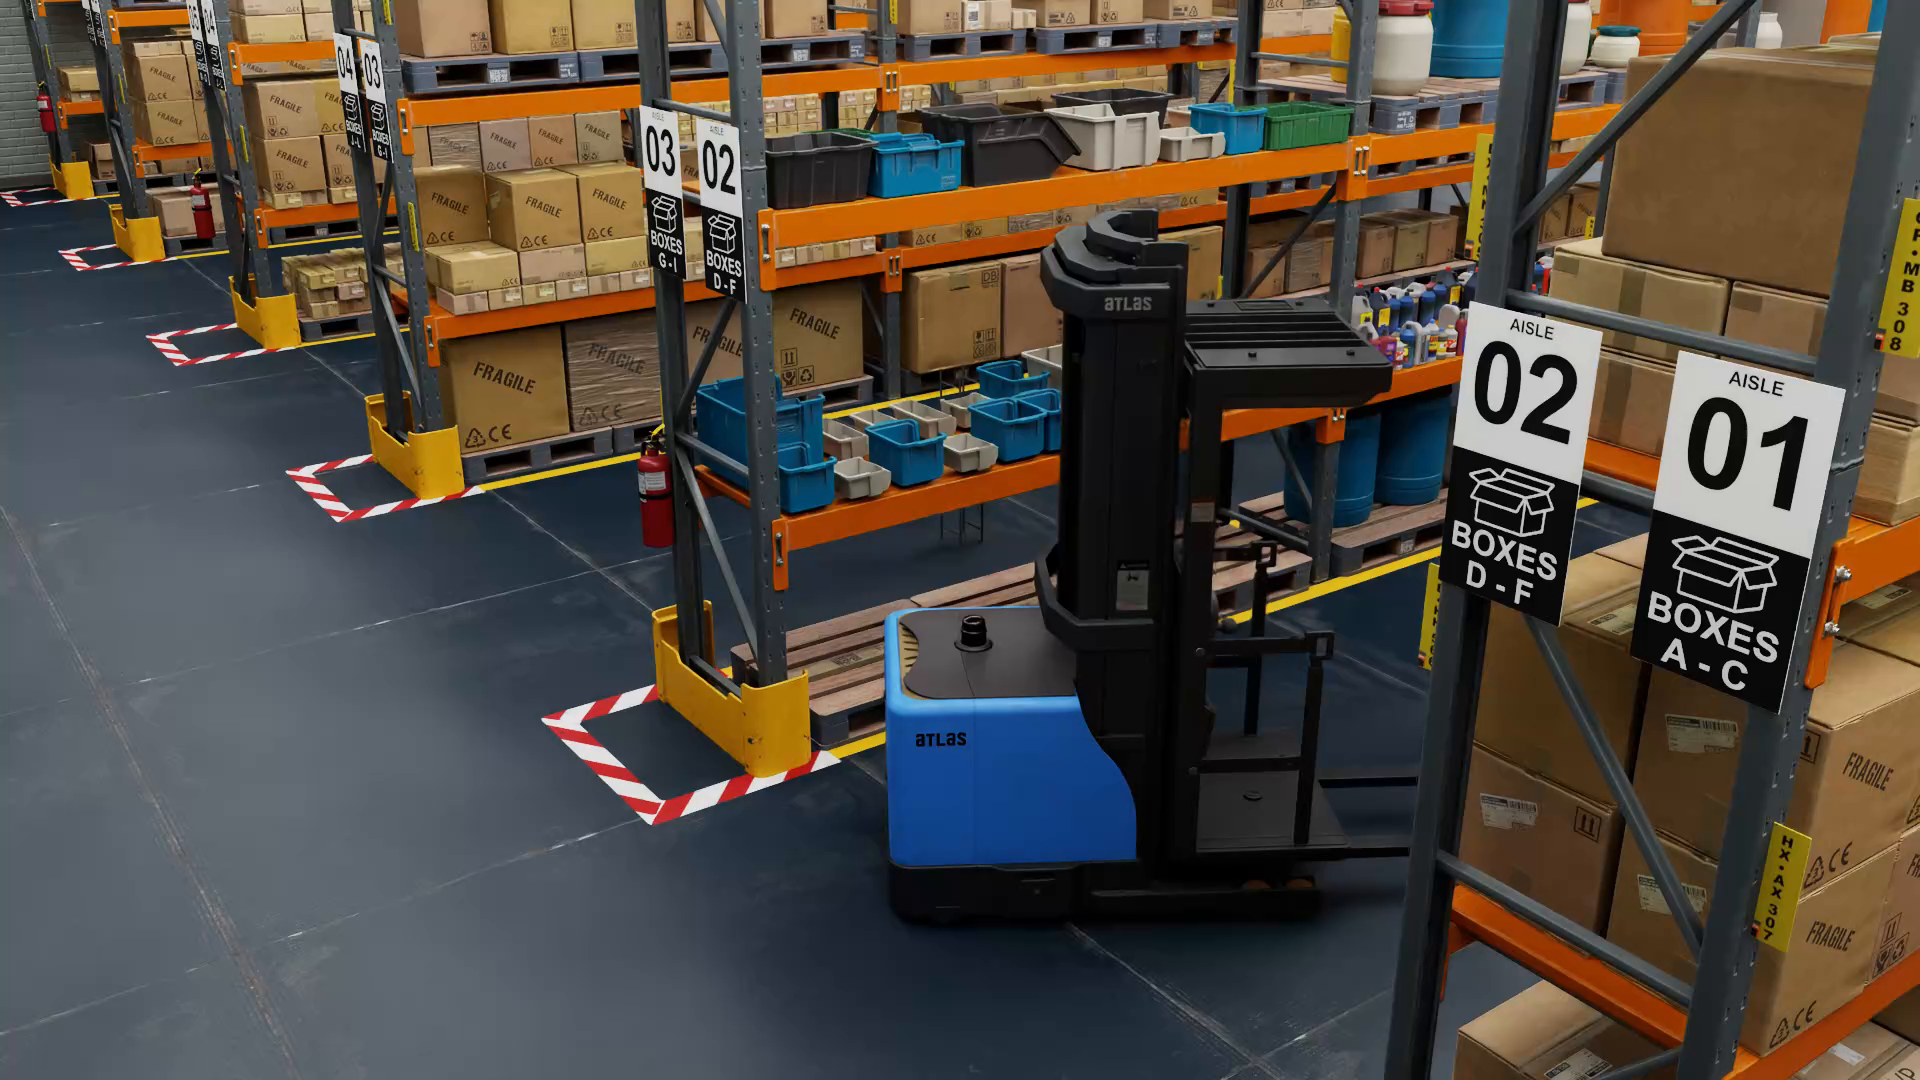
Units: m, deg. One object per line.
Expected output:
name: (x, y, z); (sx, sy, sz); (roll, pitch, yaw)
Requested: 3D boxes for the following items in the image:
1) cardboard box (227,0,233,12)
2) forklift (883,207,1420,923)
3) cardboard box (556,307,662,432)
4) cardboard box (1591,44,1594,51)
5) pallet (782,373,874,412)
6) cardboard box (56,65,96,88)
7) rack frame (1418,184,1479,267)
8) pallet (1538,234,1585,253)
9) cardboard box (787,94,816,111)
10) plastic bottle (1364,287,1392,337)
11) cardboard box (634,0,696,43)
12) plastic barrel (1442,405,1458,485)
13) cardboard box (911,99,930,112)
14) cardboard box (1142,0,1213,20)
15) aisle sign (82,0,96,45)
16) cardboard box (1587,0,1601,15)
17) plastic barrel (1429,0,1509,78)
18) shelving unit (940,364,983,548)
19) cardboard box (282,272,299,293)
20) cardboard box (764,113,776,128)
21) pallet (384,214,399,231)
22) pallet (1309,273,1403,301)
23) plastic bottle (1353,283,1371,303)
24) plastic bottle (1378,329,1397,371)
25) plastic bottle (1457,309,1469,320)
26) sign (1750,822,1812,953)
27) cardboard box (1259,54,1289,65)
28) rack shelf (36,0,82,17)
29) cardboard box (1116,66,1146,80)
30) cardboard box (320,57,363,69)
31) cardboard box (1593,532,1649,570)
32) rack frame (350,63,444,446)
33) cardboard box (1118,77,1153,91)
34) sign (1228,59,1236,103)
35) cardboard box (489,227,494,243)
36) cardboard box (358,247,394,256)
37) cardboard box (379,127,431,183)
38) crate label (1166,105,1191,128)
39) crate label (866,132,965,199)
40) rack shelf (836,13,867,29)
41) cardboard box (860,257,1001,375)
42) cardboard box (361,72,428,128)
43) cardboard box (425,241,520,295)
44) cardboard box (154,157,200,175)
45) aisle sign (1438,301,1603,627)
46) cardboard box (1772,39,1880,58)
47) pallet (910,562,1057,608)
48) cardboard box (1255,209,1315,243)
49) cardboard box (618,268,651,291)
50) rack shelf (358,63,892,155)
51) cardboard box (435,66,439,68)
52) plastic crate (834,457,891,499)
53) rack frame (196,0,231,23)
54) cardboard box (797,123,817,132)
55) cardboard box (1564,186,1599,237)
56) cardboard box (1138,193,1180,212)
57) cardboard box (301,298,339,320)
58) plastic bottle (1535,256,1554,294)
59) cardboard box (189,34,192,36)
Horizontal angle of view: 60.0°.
cardboard box: (-6.690, -5.141, 15.712); (0.500, 0.250, 0.500); (-16, 27, -34)
forklift: (1.174, 0.098, 7.196); (3.031, 2.935, 1.130); (-1, 22, -3)
cardboard box: (-2.890, -1.462, 13.314); (0.875, 0.875, 0.875); (-15, 26, -33)
cardboard box: (6.965, -5.379, 18.943); (0.500, 0.500, 0.500); (-15, 26, -33)
pallet: (-1.517, -1.324, 14.430); (1.213, 0.211, 1.003); (-15, 26, -33)
cardboard box: (-12.572, -6.616, 23.731); (0.500, 0.250, 0.500); (-14, 26, -31)
rack frame: (5.640, -4.492, 18.606); (0.127, 3.000, 1.000); (-15, 26, -33)
pallet: (7.156, -3.618, 20.179); (1.213, 0.211, 1.003); (-15, 26, -33)
cardboard box: (-1.815, -4.916, 18.637); (0.250, 0.149, 0.380); (-14, 26, -31)
plastic bottle: (2.828, -1.541, 11.278); (0.185, 0.351, 0.144); (-15, 26, -33)
cardboard box: (-2.401, -4.069, 12.661); (0.500, 0.500, 0.700); (-14, 25, -31)
plastic barrel: (3.575, -0.671, 11.821); (0.421, 0.512, 0.421); (0, 22, 0)
cardboard box: (-0.557, -5.113, 19.533); (0.250, 0.149, 0.380); (-14, 26, -32)
cardboard box: (1.940, -5.109, 15.398); (0.637, 0.503, 0.797); (-13, 25, -30)
aisle sign: (-10.128, -6.161, 19.281); (0.004, 0.787, 0.394); (-15, 26, -33)
cardboard box: (6.991, -6.056, 18.681); (0.500, 0.250, 0.500); (-16, 27, -35)
plastic barrel: (3.335, -3.507, 10.847); (0.708, 0.901, 0.600); (-15, 26, -33)
shelving unit: (0.012, -0.560, 11.182); (0.189, 1.200, 0.258); (-15, 26, -33)
cardboard box: (-6.654, -2.618, 16.788); (0.250, 0.149, 0.380); (-16, 27, -34)
cardboard box: (-2.233, -4.666, 18.413); (0.250, 0.149, 0.380); (-14, 26, -31)
pallet: (-7.305, -4.306, 21.901); (1.213, 0.211, 1.003); (-15, 26, -33)
pallet: (4.018, -2.762, 18.034); (1.213, 0.211, 1.003); (-15, 26, -33)
plastic bottle: (2.744, -1.585, 11.387); (0.185, 0.351, 0.144); (-15, 26, -33)
plastic bottle: (2.694, -1.196, 10.504); (0.133, 0.283, 0.061); (-15, 26, -33)
plastic bottle: (3.388, -1.399, 11.022); (0.135, 0.276, 0.152); (-15, 26, -33)
sign: (1.998, 0.848, 4.057); (0.005, 0.325, 0.100); (-15, 26, -33)
cardboard box: (4.042, -6.876, 22.922); (0.550, 0.550, 0.875); (-15, 26, -33)
rack shelf: (-11.167, -7.860, 23.971); (4.000, 0.370, 1.077); (-15, 26, -33)
cardboard box: (2.009, -6.296, 21.642); (0.500, 0.500, 0.700); (-15, 26, -34)
cardboard box: (-7.688, -5.847, 20.518); (0.500, 0.500, 0.500); (-15, 26, -32)
cardboard box: (2.292, 0.287, 5.146); (0.500, 0.500, 0.500); (-14, 26, -31)
rack frame: (-4.101, -1.895, 12.097); (0.127, 3.000, 1.000); (-15, 26, -33)
cardboard box: (2.148, -5.750, 21.623); (0.500, 0.500, 0.500); (-15, 26, -33)
sign: (1.719, -2.833, 10.391); (0.005, 0.325, 0.100); (-15, 26, -33)
cardboard box: (-3.450, -2.257, 12.807); (0.500, 0.250, 0.500); (-15, 26, -34)
cardboard box: (-6.013, -2.915, 17.132); (0.250, 0.149, 0.380); (-16, 27, -35)
cardboard box: (-5.565, -3.833, 16.419); (0.500, 0.500, 0.500); (-15, 26, -32)
crate label: (1.473, -2.522, 9.978); (0.466, 0.136, 0.293); (-15, 26, -33)
crate label: (-0.271, -1.831, 8.091); (0.502, 0.251, 0.408); (-15, 26, -33)
rack shelf: (-2.045, -5.766, 18.723); (4.000, 0.370, 1.077); (-15, 26, -33)
cardboard box: (-0.346, -2.113, 14.945); (0.875, 0.875, 1.225); (-15, 26, -33)
cardboard box: (-5.555, -4.292, 16.219); (0.500, 0.500, 0.500); (-16, 27, -34)
cardboard box: (-3.554, -1.986, 12.126); (0.500, 0.250, 0.500); (-16, 27, -34)
cardboard box: (-11.522, -5.680, 24.389); (0.500, 0.500, 0.700); (-14, 26, -31)
aisle sign: (1.447, -0.198, 4.338); (0.004, 0.787, 0.394); (-15, 26, -33)
cardboard box: (2.544, -1.016, 4.365); (0.500, 0.500, 0.700); (-15, 26, -33)
pallet: (0.473, 0.461, 9.956); (1.213, 0.211, 1.003); (-15, 26, -33)
cardboard box: (3.344, -3.290, 17.361); (0.500, 0.250, 0.500); (-12, 25, -27)
cardboard box: (-2.578, -2.034, 12.786); (0.250, 0.149, 0.380); (-15, 26, -33)
rack shelf: (-2.478, -3.387, 12.759); (4.000, 0.370, 1.077); (-15, 26, -33)
cardboard box: (-5.434, -4.572, 16.921); (0.500, 0.500, 0.500); (-16, 27, -35)
plastic crate: (-0.507, -0.309, 8.398); (0.298, 0.136, 0.250); (-15, 26, -33)
rack frame: (-6.916, -6.195, 14.779); (0.127, 3.000, 1.000); (-15, 26, -33)
cardboard box: (-1.817, -4.638, 18.743); (0.250, 0.149, 0.380); (-16, 27, -35)
cardboard box: (7.386, -3.992, 20.160); (0.500, 0.500, 0.500); (-12, 25, -28)
cardboard box: (1.729, -3.385, 15.697); (0.500, 0.500, 0.500); (-15, 26, -33)
cardboard box: (-6.303, -2.297, 16.385); (0.250, 0.149, 0.380); (-14, 26, -32)
plastic bottle: (4.370, -1.982, 12.483); (0.135, 0.276, 0.152); (-15, 26, -33)
cardboard box: (-9.133, -6.011, 20.055); (0.250, 0.149, 0.380); (-14, 26, -32)
